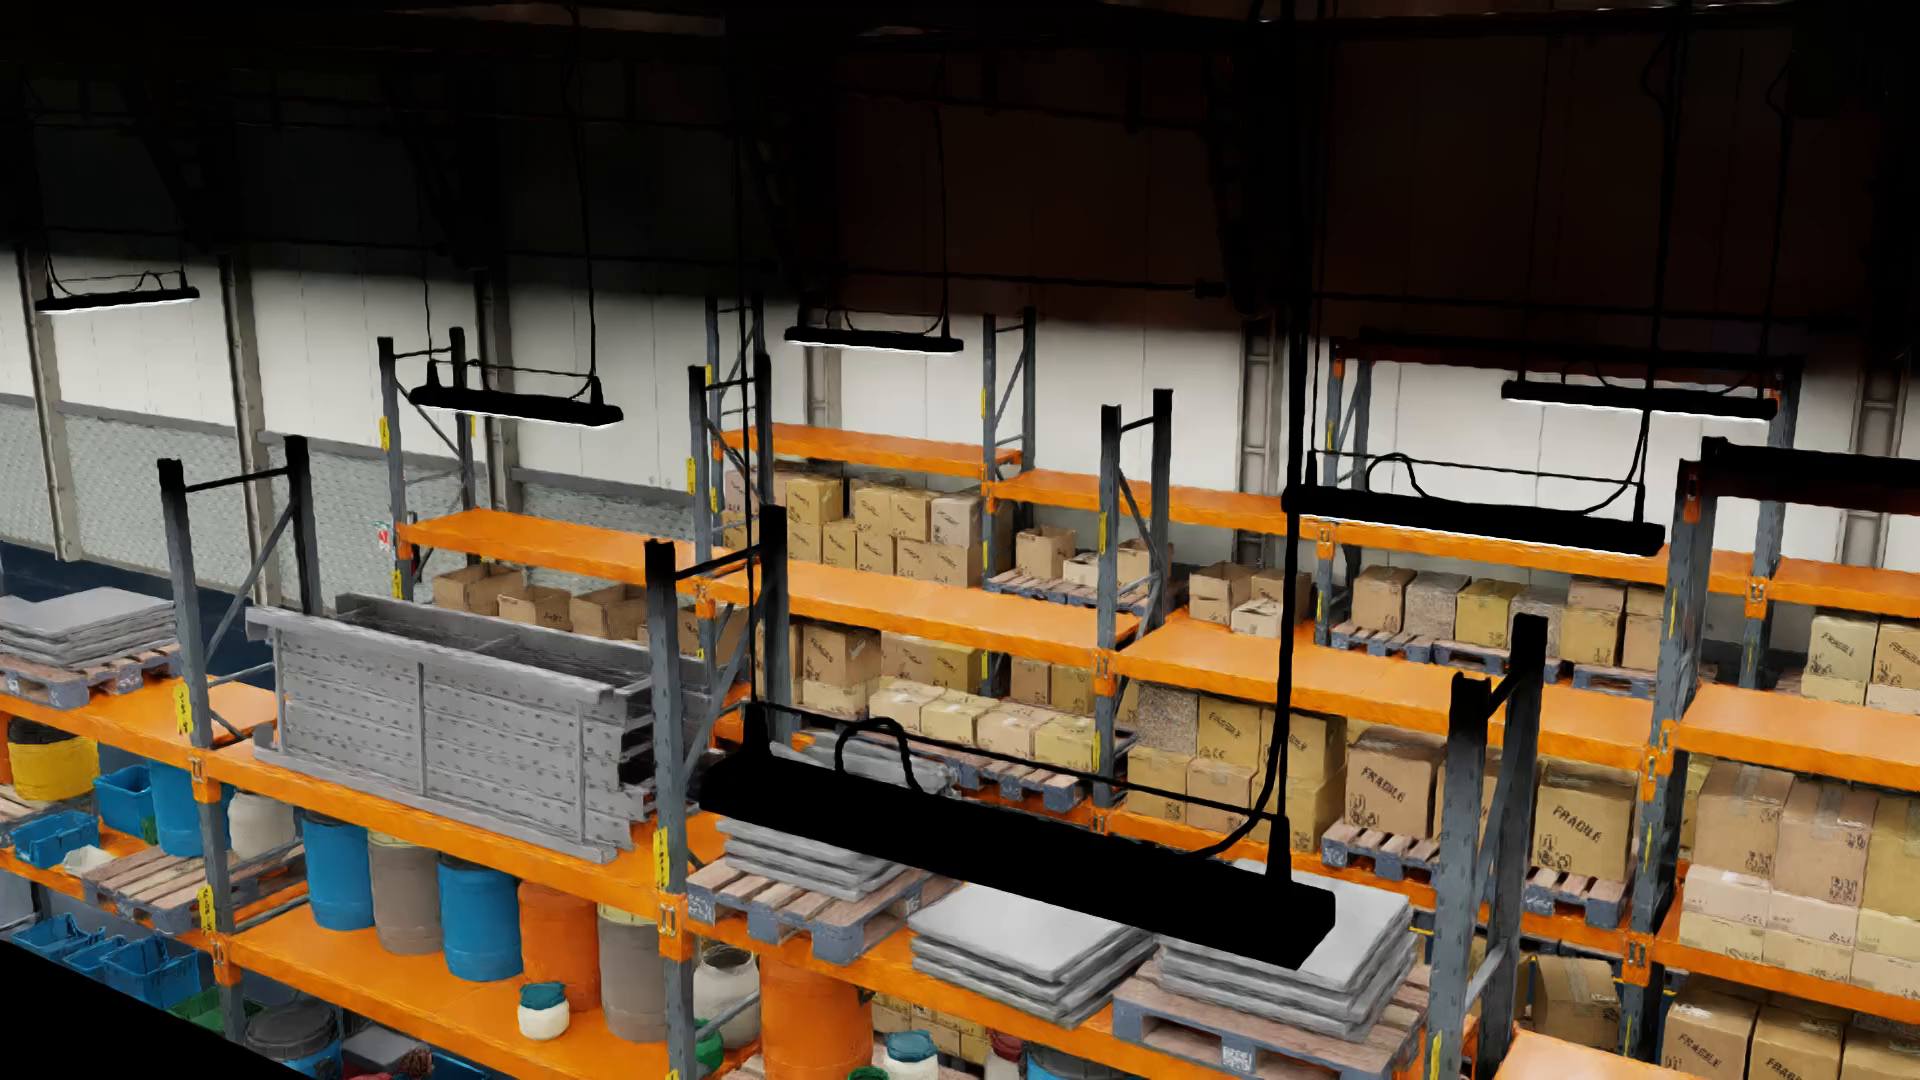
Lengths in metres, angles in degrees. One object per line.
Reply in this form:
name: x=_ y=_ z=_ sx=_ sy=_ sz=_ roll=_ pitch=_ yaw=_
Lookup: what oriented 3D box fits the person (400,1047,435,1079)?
person: x=-3.795 y=4.298 z=11.636 sx=0.438 sy=1.618 sz=0.425 roll=13 pitch=19 yaw=42
